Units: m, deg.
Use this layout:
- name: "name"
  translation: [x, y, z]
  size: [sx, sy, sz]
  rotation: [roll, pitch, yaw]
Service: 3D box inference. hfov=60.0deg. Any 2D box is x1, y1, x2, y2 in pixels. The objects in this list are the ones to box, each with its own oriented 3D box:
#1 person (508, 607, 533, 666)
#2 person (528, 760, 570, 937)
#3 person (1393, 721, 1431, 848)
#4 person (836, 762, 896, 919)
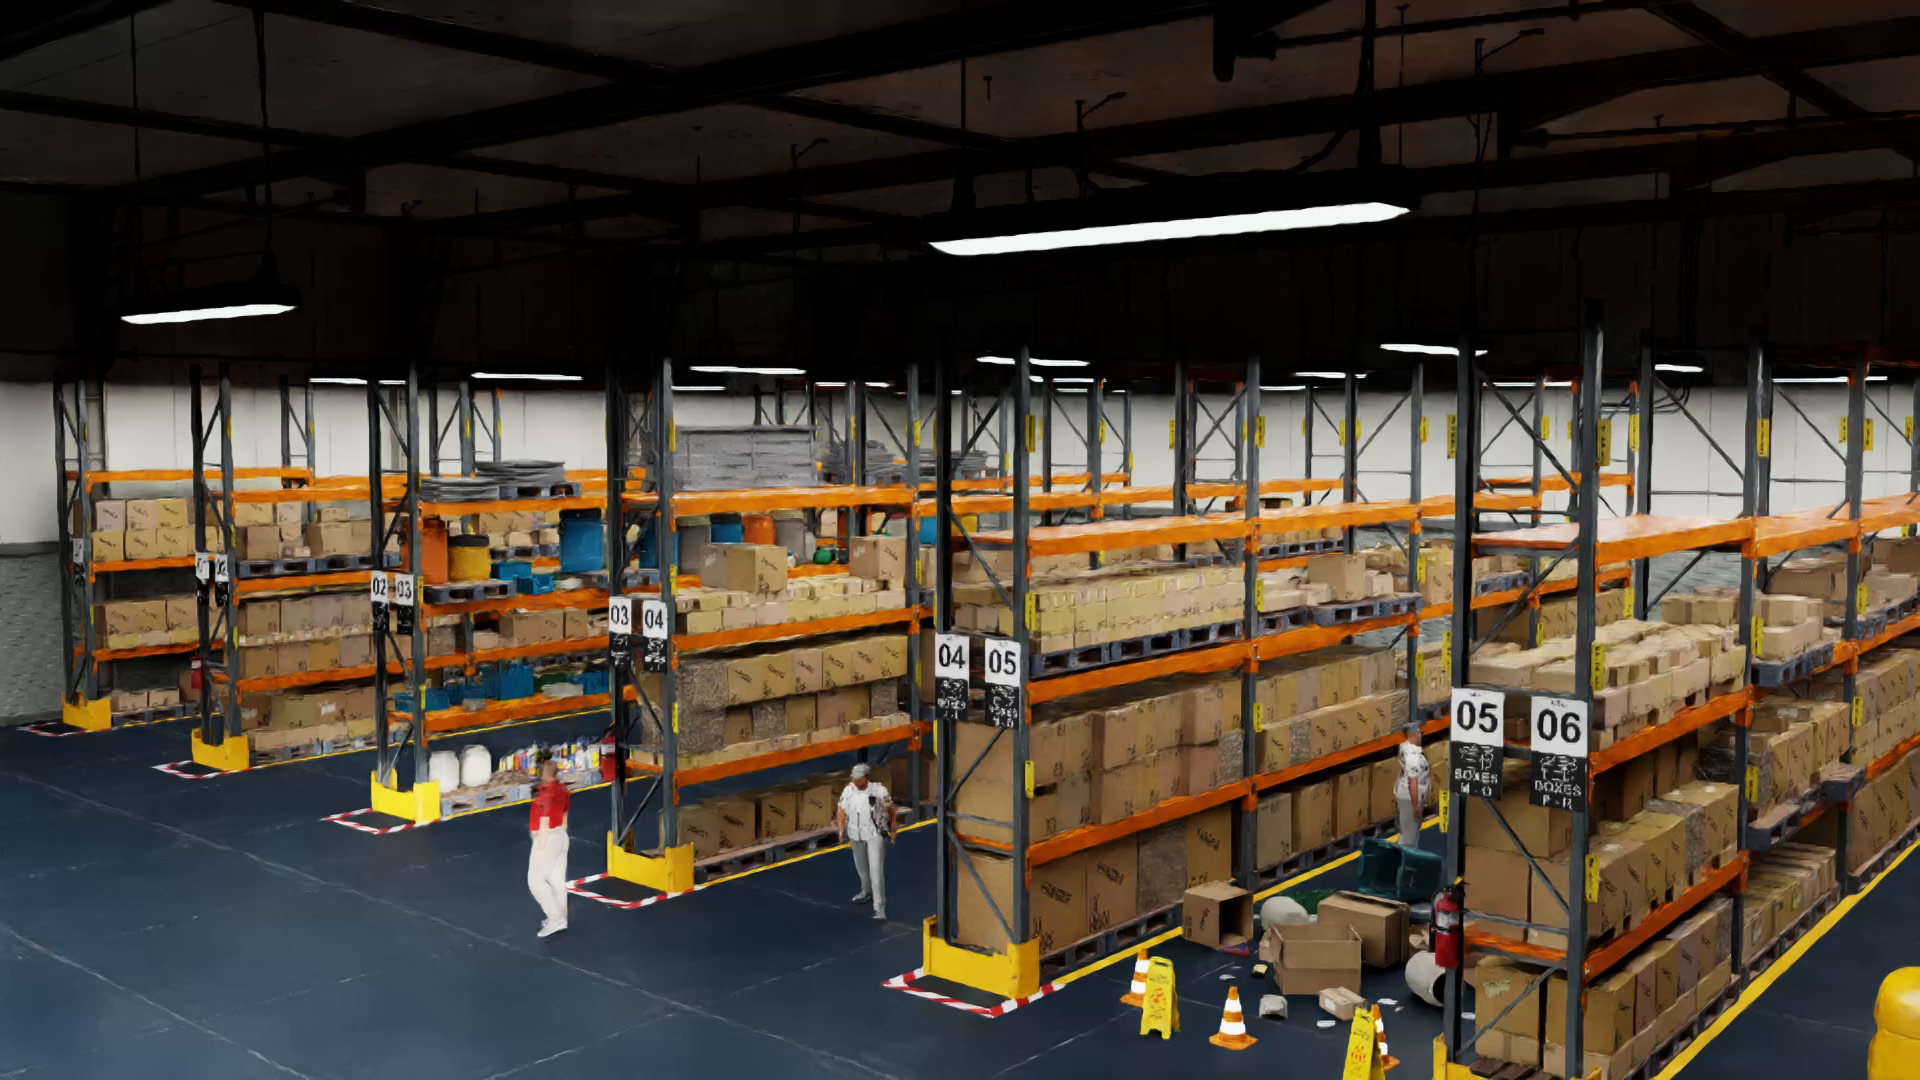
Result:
- name: "person"
  translation: [-8.753, 1.925, 32.906]
  size: [0.538, 1.715, 1.026]
  rotation: [3, 5, 32]
- name: "person"
  translation: [-4.136, 3.084, 16.776]
  size: [0.438, 1.720, 0.651]
  rotation: [1, 4, 13]
- name: "person"
  translation: [5.138, 2.920, 18.776]
  size: [0.476, 1.759, 0.593]
  rotation: [1, 4, 9]
- name: "person"
  translation: [-0.941, 3.101, 17.479]
  size: [0.656, 1.592, 0.818]
  rotation: [2, 5, 24]
